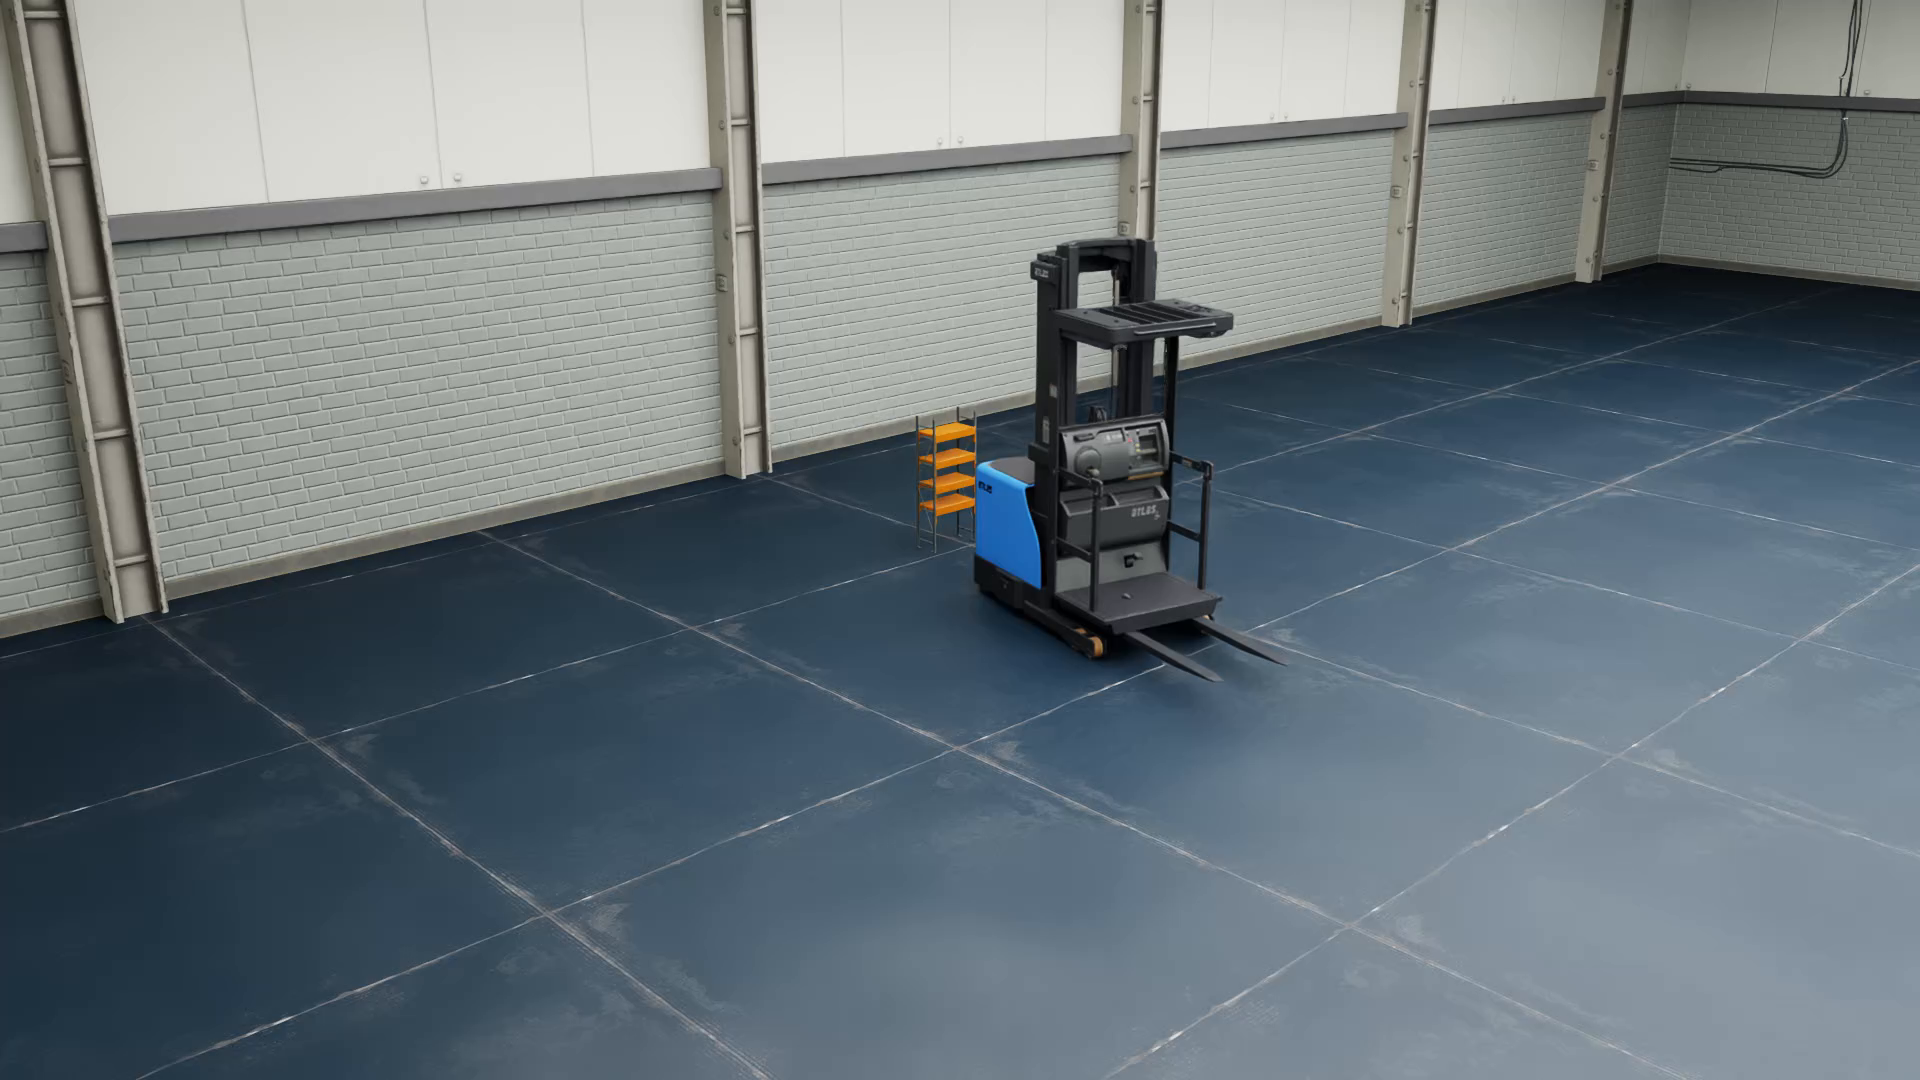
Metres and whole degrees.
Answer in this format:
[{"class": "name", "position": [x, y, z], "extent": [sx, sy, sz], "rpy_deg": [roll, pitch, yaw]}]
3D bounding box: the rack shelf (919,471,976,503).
[{"class": "rack shelf", "position": [-0.120, -0.472, 14.712], "extent": [0.480, 0.148, 0.258], "rpy_deg": [-16, 24, -41]}]

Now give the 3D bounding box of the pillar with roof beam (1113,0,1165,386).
[{"class": "pillar with roof beam", "position": [5.137, -5.282, 16.684], "extent": [0.400, 9.000, 9.100], "rpy_deg": [-16, 24, -41]}]

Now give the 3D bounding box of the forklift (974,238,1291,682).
[{"class": "forklift", "position": [1.280, -0.677, 12.319], "extent": [1.130, 2.935, 3.031], "rpy_deg": [-10, 20, -28]}]

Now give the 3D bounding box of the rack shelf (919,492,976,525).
[{"class": "rack shelf", "position": [-0.120, -0.283, 14.773], "extent": [0.480, 0.148, 0.258], "rpy_deg": [-16, 24, -41]}]

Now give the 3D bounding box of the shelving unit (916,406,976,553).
[{"class": "shelving unit", "position": [-0.120, -0.536, 14.691], "extent": [0.503, 1.200, 0.258], "rpy_deg": [-16, 24, -41]}]

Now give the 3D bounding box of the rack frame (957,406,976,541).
[{"class": "rack frame", "position": [0.057, -0.587, 14.851], "extent": [0.015, 1.200, 0.240], "rpy_deg": [-16, 24, -41]}]

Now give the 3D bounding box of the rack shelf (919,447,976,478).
[{"class": "rack shelf", "position": [-0.120, -0.684, 14.643], "extent": [0.480, 0.148, 0.258], "rpy_deg": [-16, 24, -41]}]

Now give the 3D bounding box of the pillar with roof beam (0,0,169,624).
[{"class": "pillar with roof beam", "position": [-3.582, -2.739, 8.842], "extent": [0.400, 9.000, 9.100], "rpy_deg": [-16, 24, -41]}]

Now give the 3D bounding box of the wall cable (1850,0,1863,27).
[{"class": "wall cable", "position": [15.807, -9.436, 26.344], "extent": [0.112, 2.526, 3.097], "rpy_deg": [-16, 24, -41]}]

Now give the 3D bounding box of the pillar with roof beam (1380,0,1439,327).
[{"class": "pillar with roof beam", "position": [9.497, -6.553, 20.606], "extent": [0.400, 9.000, 9.100], "rpy_deg": [-16, 24, -41]}]

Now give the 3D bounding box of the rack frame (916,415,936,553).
[{"class": "rack frame", "position": [-0.298, -0.484, 14.532], "extent": [0.015, 1.200, 0.240], "rpy_deg": [-16, 24, -41]}]

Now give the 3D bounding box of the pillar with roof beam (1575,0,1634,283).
[{"class": "pillar with roof beam", "position": [13.857, -7.824, 24.527], "extent": [0.400, 9.000, 9.100], "rpy_deg": [-16, 24, -41]}]

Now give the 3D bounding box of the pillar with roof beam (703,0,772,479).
[{"class": "pillar with roof beam", "position": [0.778, -4.010, 12.763], "extent": [0.400, 9.000, 9.100], "rpy_deg": [-16, 24, -41]}]

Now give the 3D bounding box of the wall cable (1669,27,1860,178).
[{"class": "wall cable", "position": [13.948, -7.640, 28.993], "extent": [0.112, 2.526, 3.097], "rpy_deg": [-16, 24, -41]}]

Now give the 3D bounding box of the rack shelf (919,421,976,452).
[{"class": "rack shelf", "position": [-0.120, -0.909, 14.570], "extent": [0.480, 0.148, 0.258], "rpy_deg": [-16, 24, -41]}]
